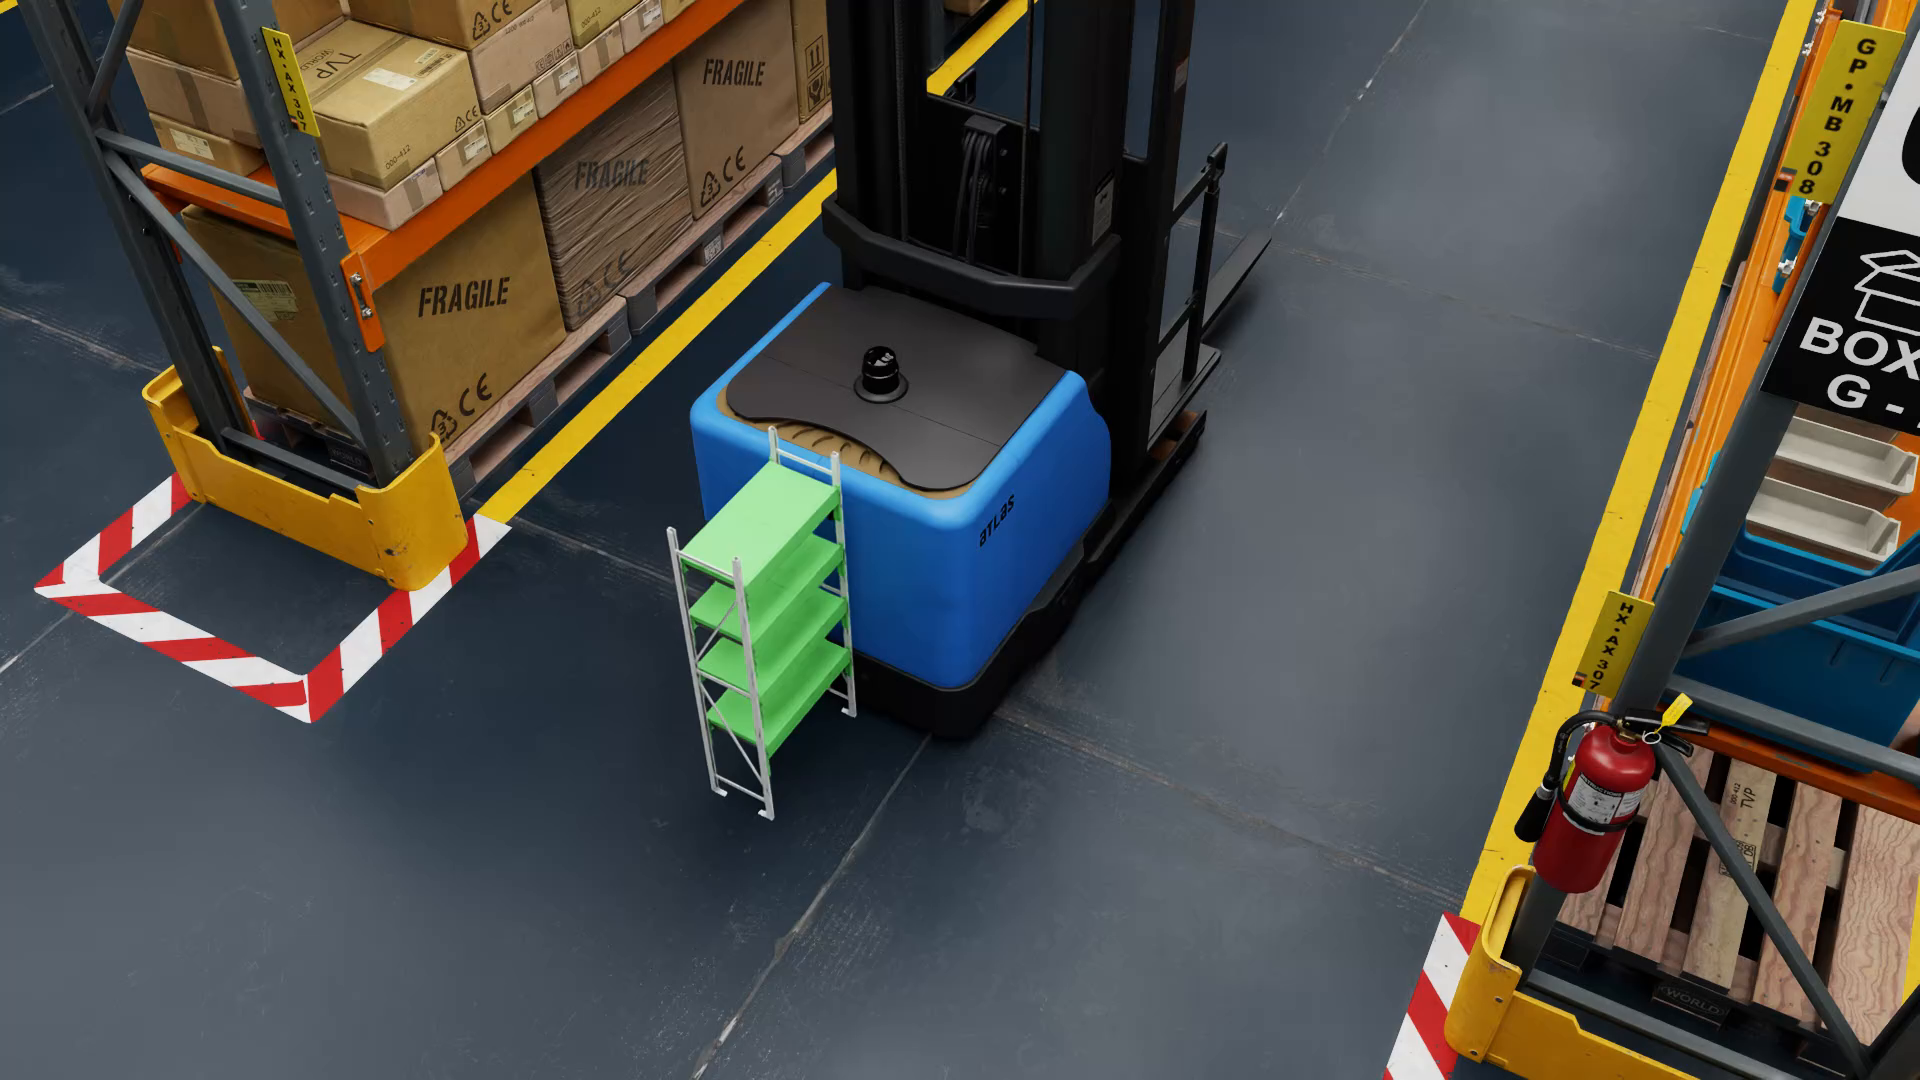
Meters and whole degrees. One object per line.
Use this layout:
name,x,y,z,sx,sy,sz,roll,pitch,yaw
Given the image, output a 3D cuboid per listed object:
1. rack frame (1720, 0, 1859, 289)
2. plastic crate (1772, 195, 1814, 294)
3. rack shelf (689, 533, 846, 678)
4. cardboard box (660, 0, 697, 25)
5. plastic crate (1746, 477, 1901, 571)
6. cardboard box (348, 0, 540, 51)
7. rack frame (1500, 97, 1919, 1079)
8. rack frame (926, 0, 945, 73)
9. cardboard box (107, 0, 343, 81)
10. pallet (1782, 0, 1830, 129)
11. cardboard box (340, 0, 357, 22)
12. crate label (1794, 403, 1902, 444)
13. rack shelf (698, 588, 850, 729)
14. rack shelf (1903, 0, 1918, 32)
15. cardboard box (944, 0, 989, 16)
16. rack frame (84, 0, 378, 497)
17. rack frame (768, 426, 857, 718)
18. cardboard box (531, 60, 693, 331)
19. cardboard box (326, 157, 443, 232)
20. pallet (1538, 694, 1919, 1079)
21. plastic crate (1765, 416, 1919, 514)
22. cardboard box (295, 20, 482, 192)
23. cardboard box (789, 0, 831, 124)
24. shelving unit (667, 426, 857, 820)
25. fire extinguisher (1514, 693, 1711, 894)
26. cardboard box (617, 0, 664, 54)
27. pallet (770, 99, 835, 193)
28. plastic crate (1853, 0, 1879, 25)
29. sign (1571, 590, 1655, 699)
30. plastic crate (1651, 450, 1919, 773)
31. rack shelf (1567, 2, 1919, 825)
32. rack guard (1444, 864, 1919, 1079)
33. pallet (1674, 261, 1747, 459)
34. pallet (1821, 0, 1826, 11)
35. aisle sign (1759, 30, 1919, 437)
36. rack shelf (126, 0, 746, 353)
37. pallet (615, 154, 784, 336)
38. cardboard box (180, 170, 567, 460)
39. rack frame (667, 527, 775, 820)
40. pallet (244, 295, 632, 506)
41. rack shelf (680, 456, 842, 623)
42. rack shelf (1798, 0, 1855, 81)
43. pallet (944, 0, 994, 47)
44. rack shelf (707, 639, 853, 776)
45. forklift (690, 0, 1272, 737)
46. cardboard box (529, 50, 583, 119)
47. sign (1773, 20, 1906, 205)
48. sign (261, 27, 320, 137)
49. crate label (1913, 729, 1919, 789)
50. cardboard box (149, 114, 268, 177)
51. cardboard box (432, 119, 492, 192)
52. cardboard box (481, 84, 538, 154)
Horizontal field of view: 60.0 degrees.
rack frame,3.836,-2.050,6.167,1.000,3.000,0.127,20,49,19
plastic crate,2.706,-0.871,5.077,0.416,0.233,0.300,20,49,19
rack shelf,-0.581,0.160,5.000,0.258,0.148,0.480,23,49,21
cardboard box,-1.237,-2.161,6.454,0.380,0.149,0.250,19,48,18
plastic crate,2.198,-0.032,4.316,0.396,0.136,0.243,20,49,19
cardboard box,-1.713,-2.009,5.496,0.500,0.500,0.500,19,48,18
rack frame,1.980,0.470,3.677,1.000,3.000,0.127,20,49,19
rack frame,-0.550,-3.685,7.783,1.000,3.000,0.127,20,49,19
cardboard box,-2.414,-1.875,5.363,0.500,0.500,0.500,21,49,20
pallet,4.797,-2.314,8.388,1.003,0.211,1.213,20,49,19
cardboard box,-2.181,-1.930,5.944,0.500,0.250,0.500,20,49,18
crate label,2.453,-0.394,4.673,0.396,0.136,0.243,20,49,19
rack shelf,-0.581,0.329,5.170,0.258,0.148,0.480,23,49,21
rack shelf,2.908,-1.660,4.041,0.919,0.124,3.809,20,49,19
cardboard box,-0.271,-3.496,8.795,1.225,0.875,0.875,21,49,19
rack frame,-2.410,-1.167,5.294,0.949,2.616,0.053,20,49,19
rack frame,-0.458,0.135,5.273,0.240,1.200,0.015,23,49,21
cardboard box,-1.759,-1.569,6.891,0.875,0.875,0.875,20,49,19
cardboard box,-1.950,-1.192,5.496,0.380,0.149,0.250,21,49,19
pallet,2.397,0.943,5.169,1.003,0.211,1.213,20,49,19
plastic crate,2.345,-0.210,4.492,0.396,0.136,0.243,20,49,19
cardboard box,-1.945,-1.431,5.451,0.500,0.250,0.500,19,48,18
cardboard box,-0.928,-2.697,8.005,0.875,0.875,0.875,20,49,19
shelving unit,-0.581,0.284,5.125,0.258,1.200,0.503,23,49,21
fire extinguisher,1.507,0.573,3.891,0.296,0.674,0.183,20,49,19
cardboard box,-1.355,-2.003,6.297,0.380,0.149,0.250,20,49,19
pallet,-0.973,-2.252,8.327,1.003,0.211,1.213,20,49,19
plastic crate,3.200,-1.614,5.649,0.402,0.464,0.583,20,49,19
sign,1.485,0.241,3.788,0.100,0.325,0.005,20,49,19
plastic crate,1.970,0.164,3.912,0.616,0.435,0.499,20,49,19
rack shelf,2.908,-0.537,5.178,1.077,0.370,4.000,20,49,19
rack guard,1.980,1.368,4.547,1.175,0.500,0.348,20,49,19
pallet,3.530,-0.594,6.689,1.003,0.211,1.213,20,49,19
pallet,5.364,-3.079,9.145,1.003,0.211,1.213,20,49,19
aisle sign,1.687,-0.495,2.803,0.394,0.787,0.004,20,49,19
rack shelf,-1.479,-2.173,6.794,1.077,0.370,4.000,20,49,19
pallet,-1.538,-1.481,7.565,1.003,0.211,1.213,20,49,19
cardboard box,-2.181,-0.996,6.324,0.875,0.875,0.875,20,49,19
rack frame,-0.704,0.434,4.976,0.240,1.200,0.015,23,49,21
pallet,-2.105,-0.715,6.808,1.003,0.211,1.213,20,49,19
rack shelf,-0.580,-0.009,4.829,0.258,0.148,0.480,23,49,21
rack shelf,4.765,-3.057,7.668,1.077,0.370,4.000,20,49,19
pallet,-0.259,-3.216,9.280,1.003,0.211,1.213,20,49,19
rack shelf,-0.581,0.498,5.341,0.258,0.148,0.480,23,49,21
forklift,0.316,-1.416,5.589,1.130,2.935,3.031,22,49,21
cardboard box,-1.594,-1.680,5.978,0.380,0.149,0.250,20,49,18
sign,1.485,-0.719,2.817,0.100,0.325,0.005,20,49,19
sign,-1.919,-1.311,4.772,0.100,0.325,0.005,20,49,19
crate label,2.386,0.461,3.761,0.416,0.233,0.303,20,49,19
cardboard box,-2.534,-1.410,5.712,0.380,0.149,0.250,21,49,20
cardboard box,-1.832,-1.354,5.656,0.380,0.149,0.250,20,49,18
cardboard box,-1.714,-1.515,5.815,0.380,0.149,0.250,19,48,18
